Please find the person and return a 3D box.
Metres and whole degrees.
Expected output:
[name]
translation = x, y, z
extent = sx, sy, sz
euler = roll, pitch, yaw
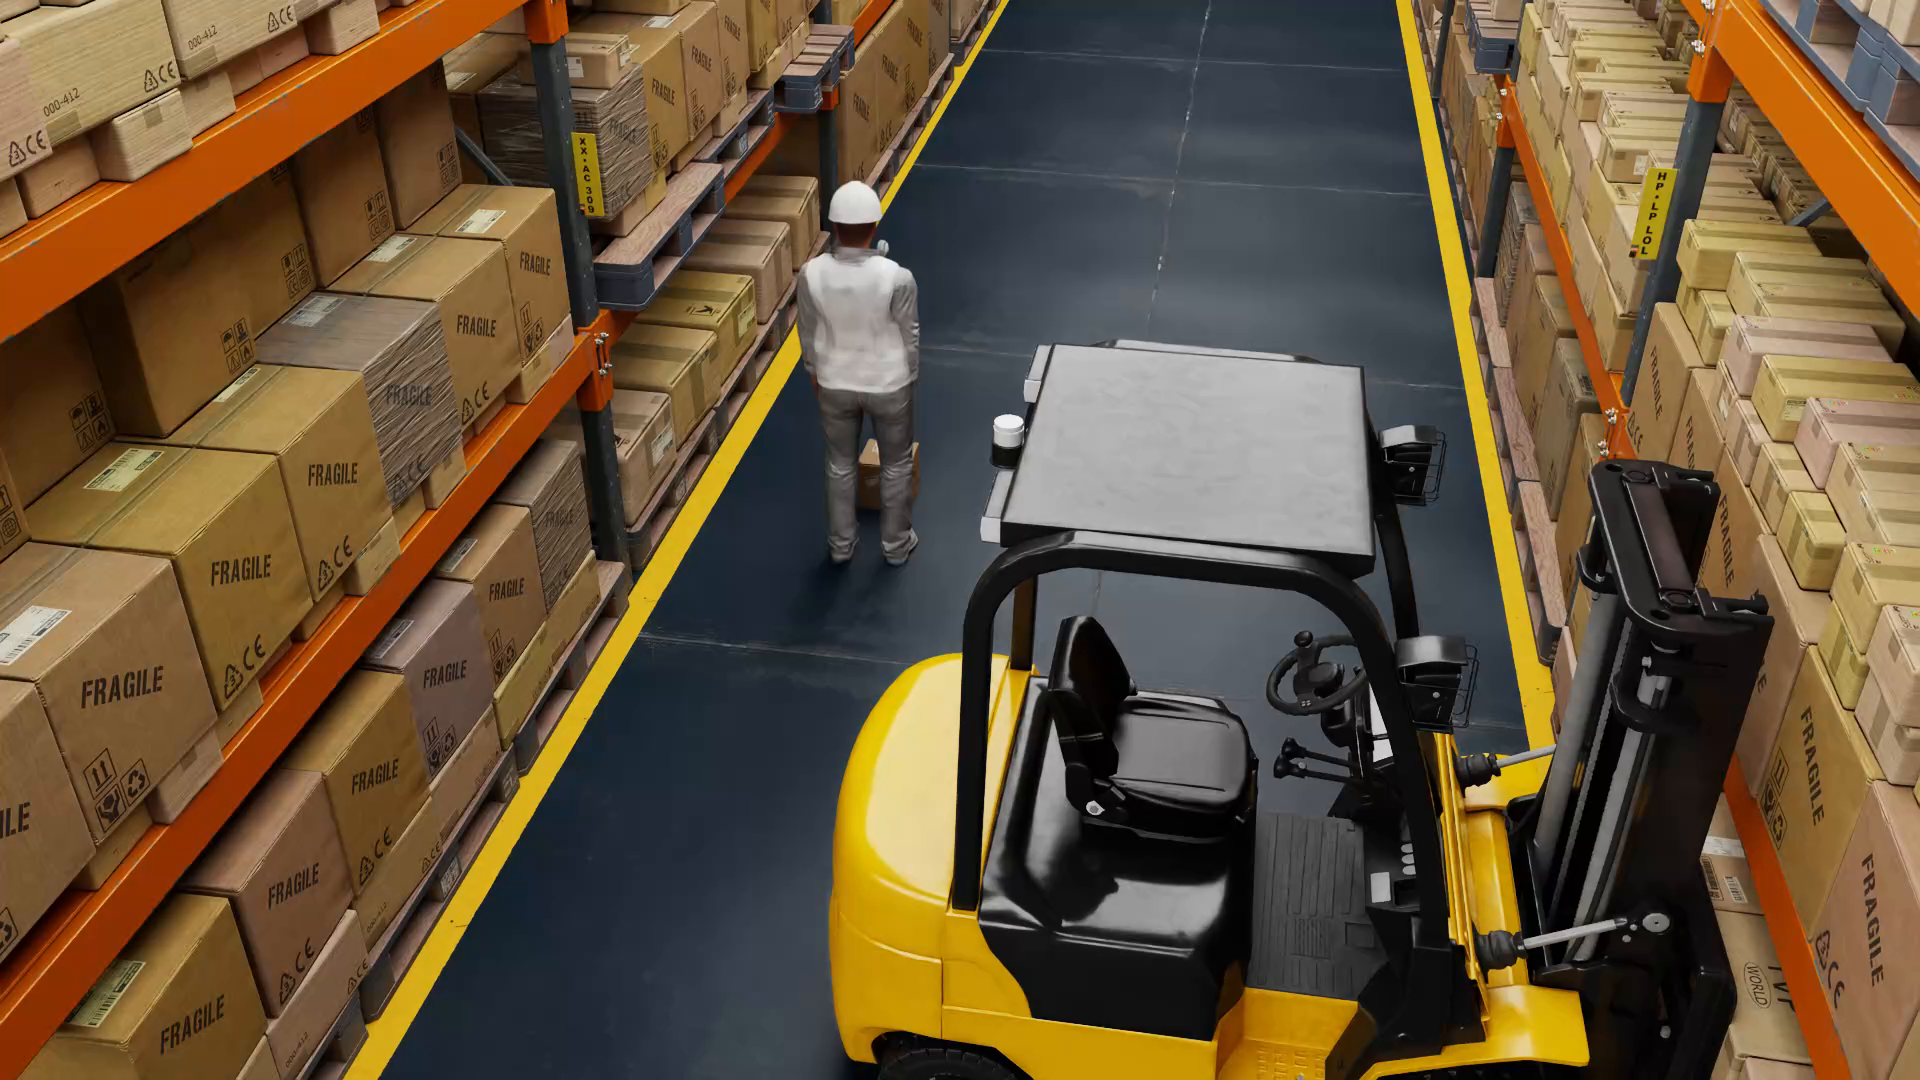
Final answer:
[person]
translation = -0.433, -0.700, 7.242
extent = 0.534, 1.768, 0.357
euler = 5, 33, 9
